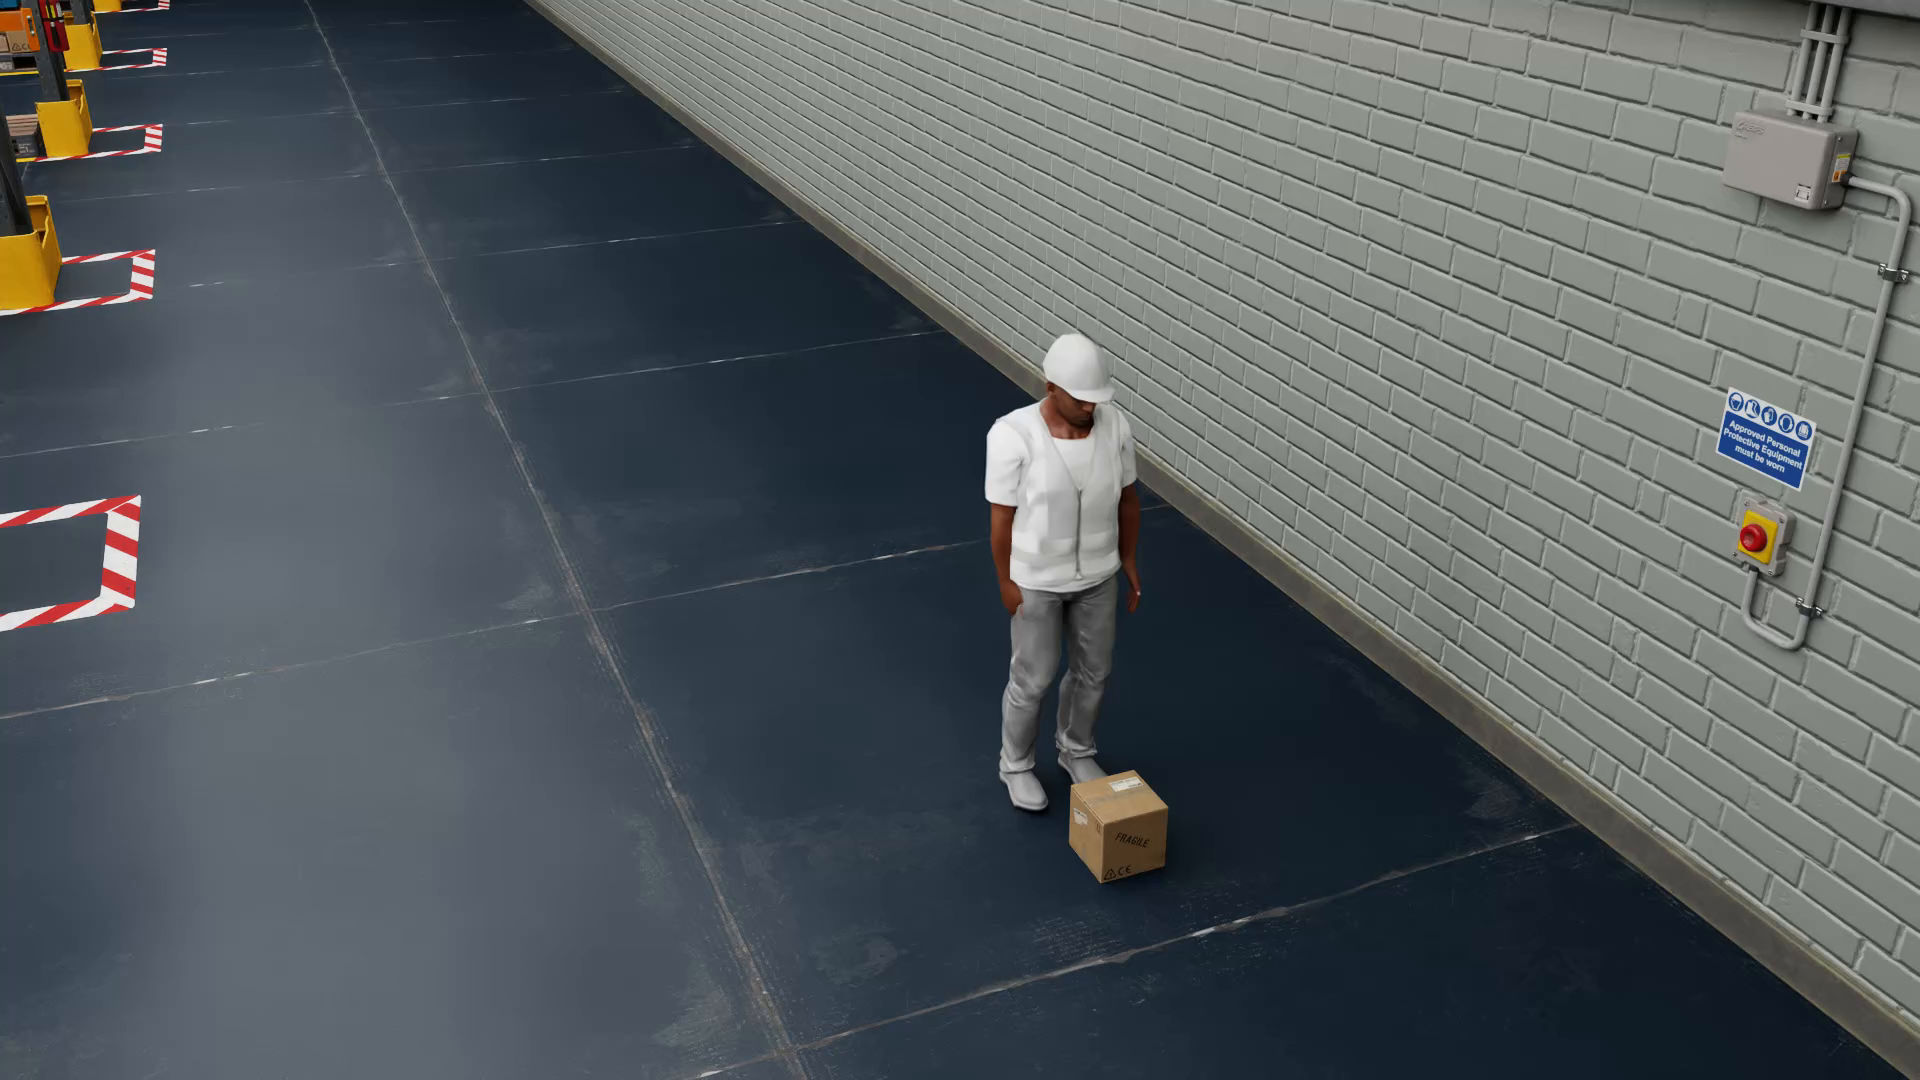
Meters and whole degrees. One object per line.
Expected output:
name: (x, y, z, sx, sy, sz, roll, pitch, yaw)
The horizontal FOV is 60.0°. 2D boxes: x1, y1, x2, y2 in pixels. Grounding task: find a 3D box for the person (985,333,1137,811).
person: (0.371, 0.112, 5.858, 0.567, 1.759, 0.368, -10, 27, -20)
